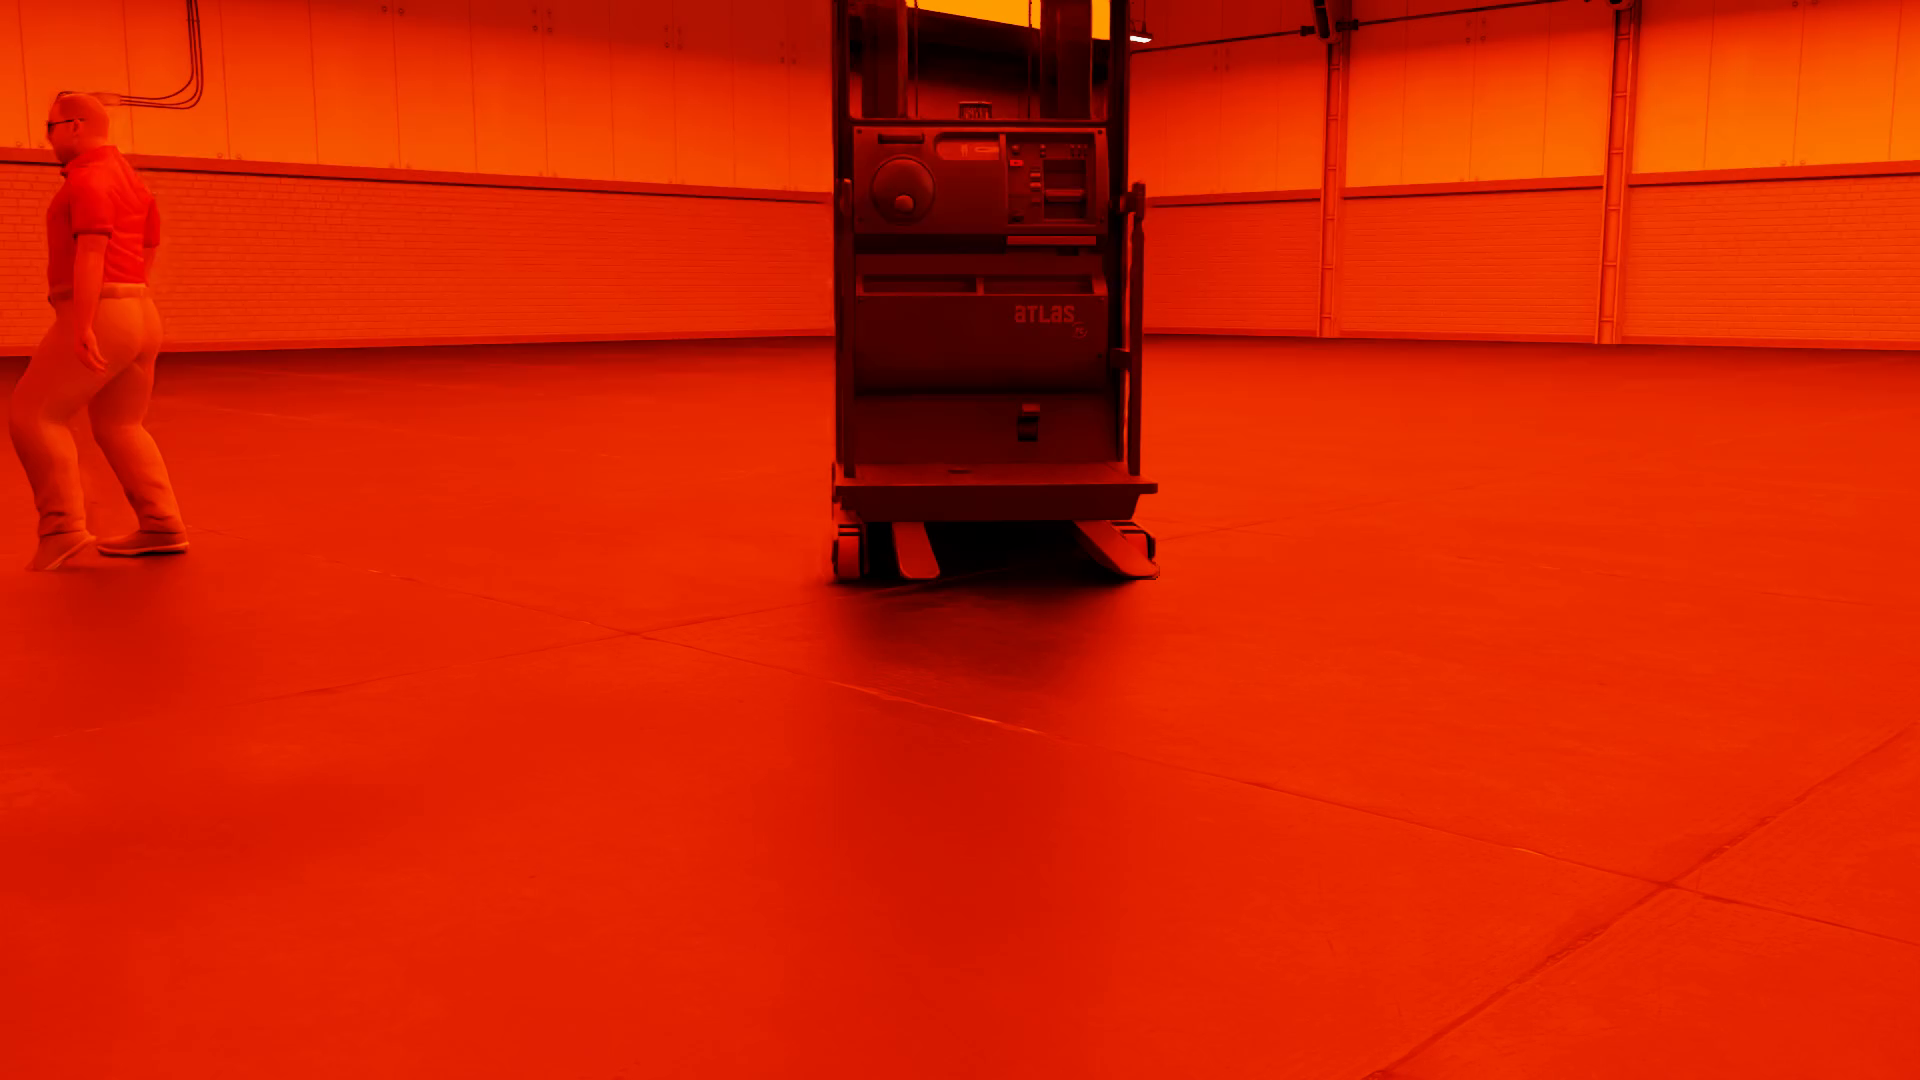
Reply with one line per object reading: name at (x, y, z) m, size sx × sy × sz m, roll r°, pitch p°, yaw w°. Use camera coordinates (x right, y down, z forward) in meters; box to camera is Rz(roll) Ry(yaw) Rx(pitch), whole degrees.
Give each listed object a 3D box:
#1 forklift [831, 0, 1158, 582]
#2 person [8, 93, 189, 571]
forklift at (0.093, -1.353, 5.858) m, size 1.130 × 2.935 × 3.031 m, roll -1°, pitch 9°, yaw -4°
person at (-3.213, -0.739, 6.169) m, size 0.504 × 1.787 × 0.636 m, roll -1°, pitch 9°, yaw -6°
